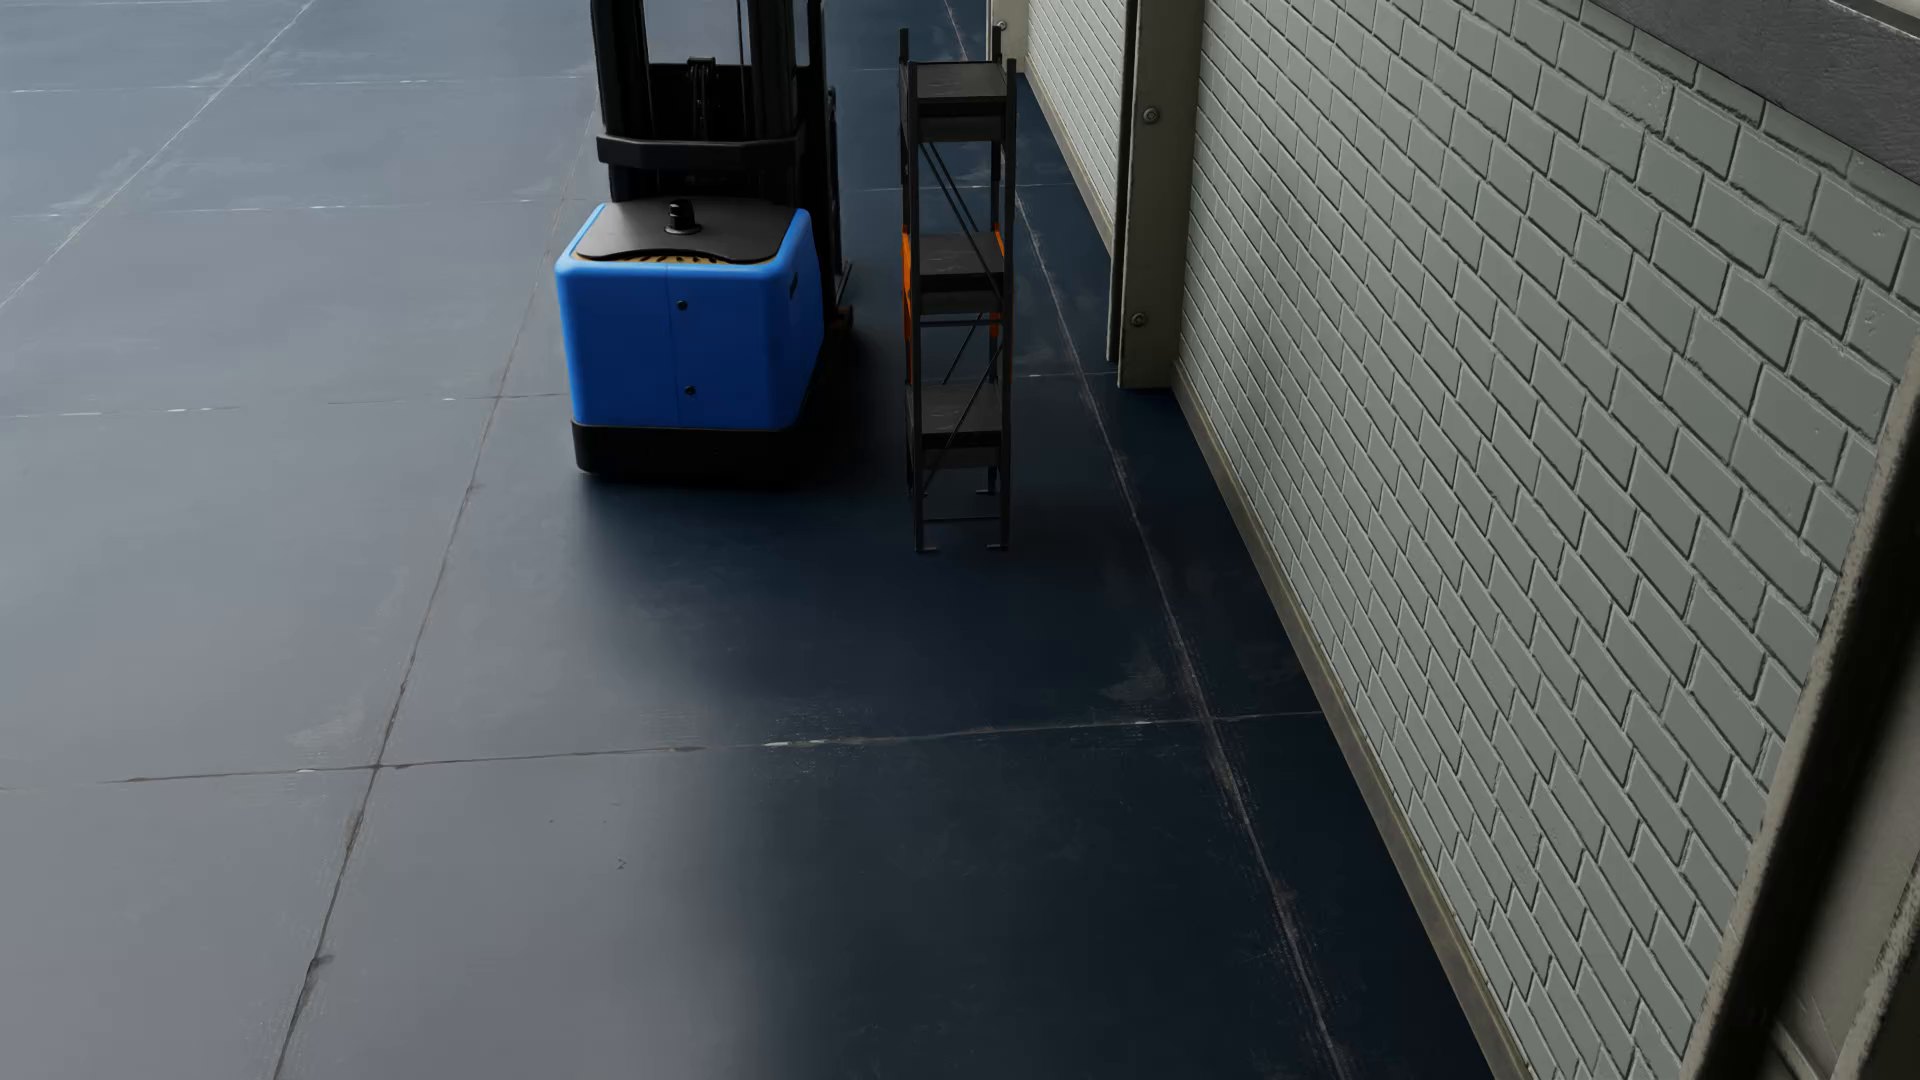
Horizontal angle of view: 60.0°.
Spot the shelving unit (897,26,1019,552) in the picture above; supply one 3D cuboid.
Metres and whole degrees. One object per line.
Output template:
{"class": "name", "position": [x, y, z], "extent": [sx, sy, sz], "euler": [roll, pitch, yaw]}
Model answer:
{"class": "shelving unit", "position": [-0.015, -0.986, 6.853], "extent": [0.431, 2.100, 0.503], "euler": [-3, 31, -5]}

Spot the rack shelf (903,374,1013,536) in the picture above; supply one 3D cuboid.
{"class": "rack shelf", "position": [-0.015, -0.373, 7.219], "extent": [0.431, 0.518, 0.480], "euler": [-3, 31, -5]}

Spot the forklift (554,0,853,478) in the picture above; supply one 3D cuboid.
{"class": "forklift", "position": [-1.165, -2.267, 8.186], "extent": [1.130, 2.935, 3.031], "euler": [2, 31, 3]}

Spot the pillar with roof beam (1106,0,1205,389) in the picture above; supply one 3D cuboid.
{"class": "pillar with roof beam", "position": [-3.332, -4.543, 6.081], "extent": [9.100, 9.000, 0.400], "euler": [-3, 31, -5]}

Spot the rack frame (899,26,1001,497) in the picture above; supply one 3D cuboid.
{"class": "rack frame", "position": [-0.038, -1.111, 7.062], "extent": [0.400, 2.100, 0.015], "euler": [-3, 31, -5]}

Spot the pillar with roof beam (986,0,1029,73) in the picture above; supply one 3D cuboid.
{"class": "pillar with roof beam", "position": [-3.893, -7.607, 11.210], "extent": [9.100, 9.000, 0.400], "euler": [-3, 31, -5]}

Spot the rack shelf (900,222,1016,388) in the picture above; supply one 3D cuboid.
{"class": "rack shelf", "position": [-0.015, -0.974, 6.860], "extent": [0.431, 0.518, 0.480], "euler": [-3, 31, -5]}

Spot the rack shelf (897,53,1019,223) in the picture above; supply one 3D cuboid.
{"class": "rack shelf", "position": [-0.015, -1.575, 6.501], "extent": [0.431, 0.518, 0.480], "euler": [-3, 31, -5]}

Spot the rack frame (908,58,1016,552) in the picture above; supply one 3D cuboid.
{"class": "rack frame", "position": [0.007, -0.861, 6.644], "extent": [0.400, 2.100, 0.015], "euler": [-3, 31, -5]}
